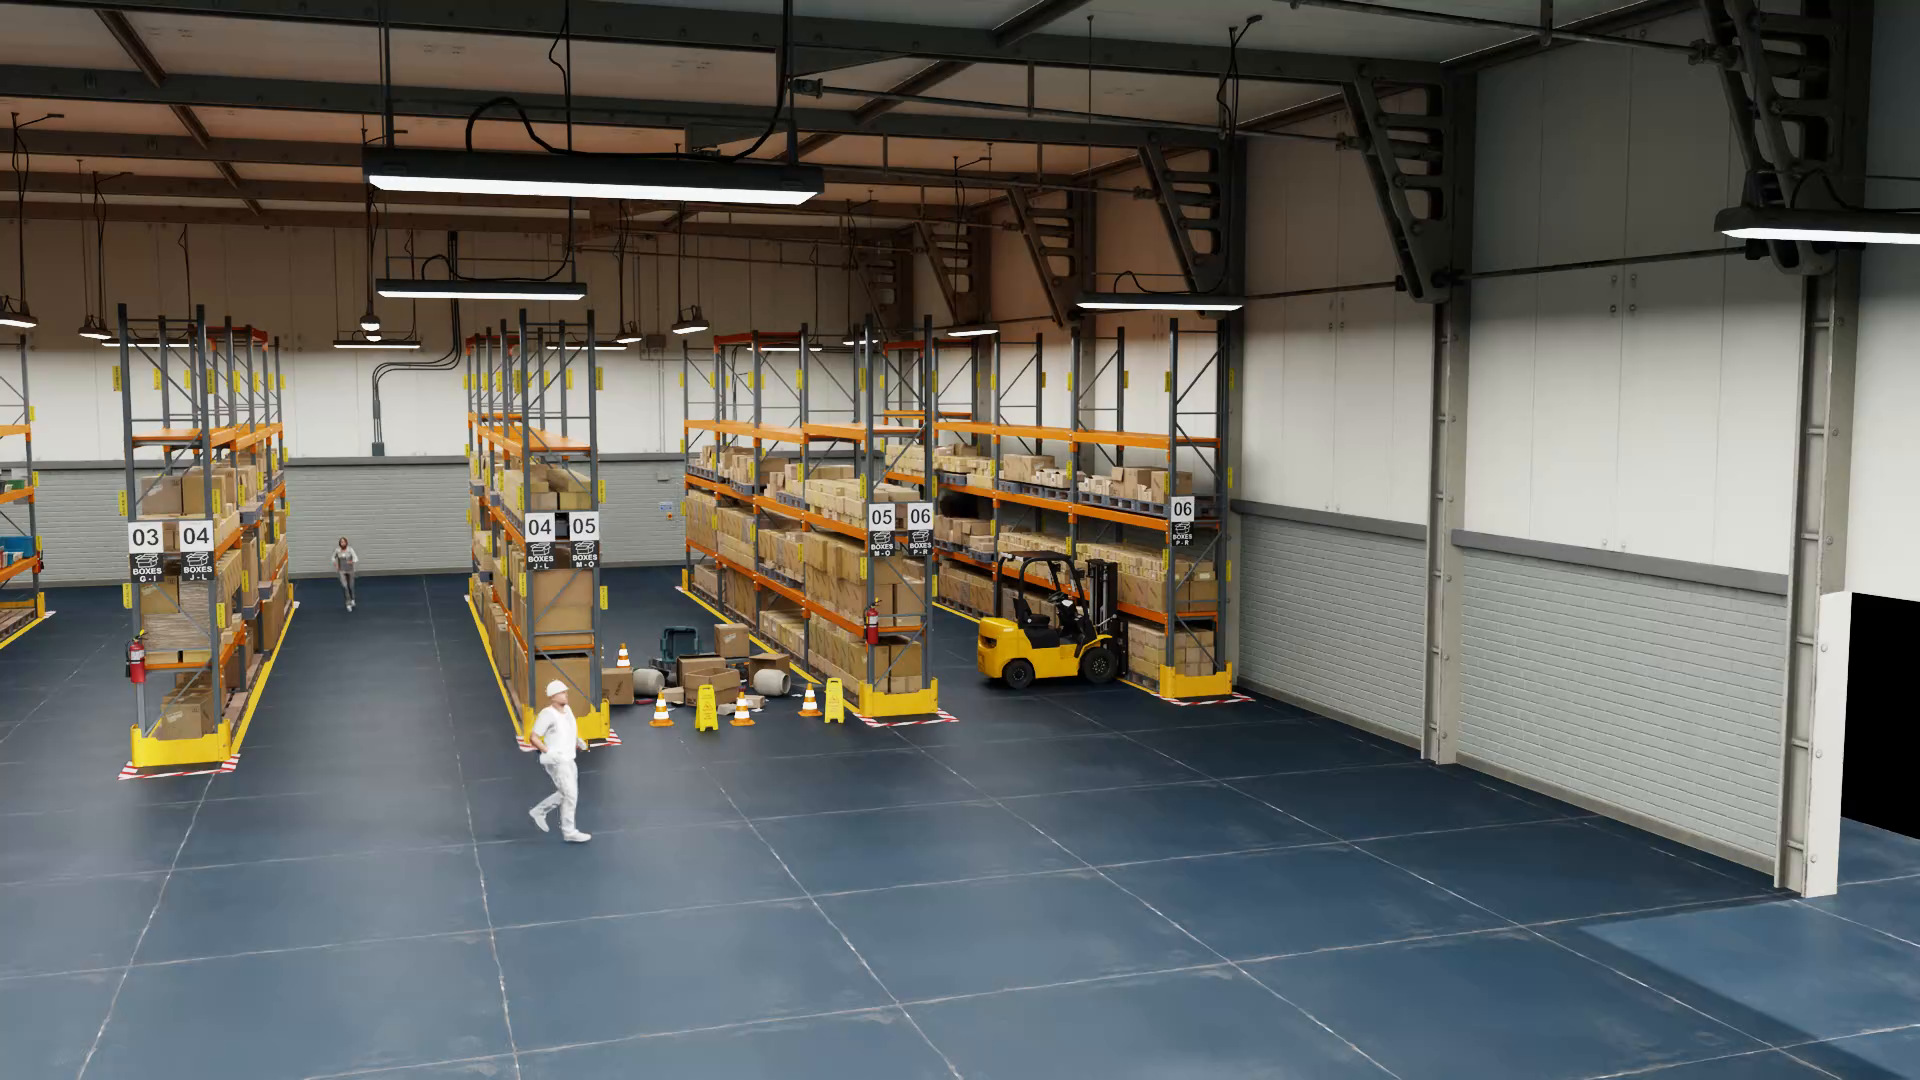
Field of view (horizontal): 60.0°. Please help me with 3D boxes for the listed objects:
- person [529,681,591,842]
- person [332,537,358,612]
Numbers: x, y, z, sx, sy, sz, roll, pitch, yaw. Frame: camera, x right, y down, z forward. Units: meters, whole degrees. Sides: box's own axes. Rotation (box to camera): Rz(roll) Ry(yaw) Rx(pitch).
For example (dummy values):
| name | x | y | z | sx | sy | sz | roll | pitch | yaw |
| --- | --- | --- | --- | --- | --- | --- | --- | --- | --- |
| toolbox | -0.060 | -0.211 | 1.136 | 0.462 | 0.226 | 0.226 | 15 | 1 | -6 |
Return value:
| name | x | y | z | sx | sy | sz | roll | pitch | yaw |
| --- | --- | --- | --- | --- | --- | --- | --- | --- | --- |
| person | -4.394 | 2.408 | 18.155 | 0.752 | 1.762 | 0.712 | 1 | 6 | 12 |
| person | -13.512 | 0.738 | 36.561 | 0.543 | 1.611 | 0.786 | -2 | 6 | -21 |
